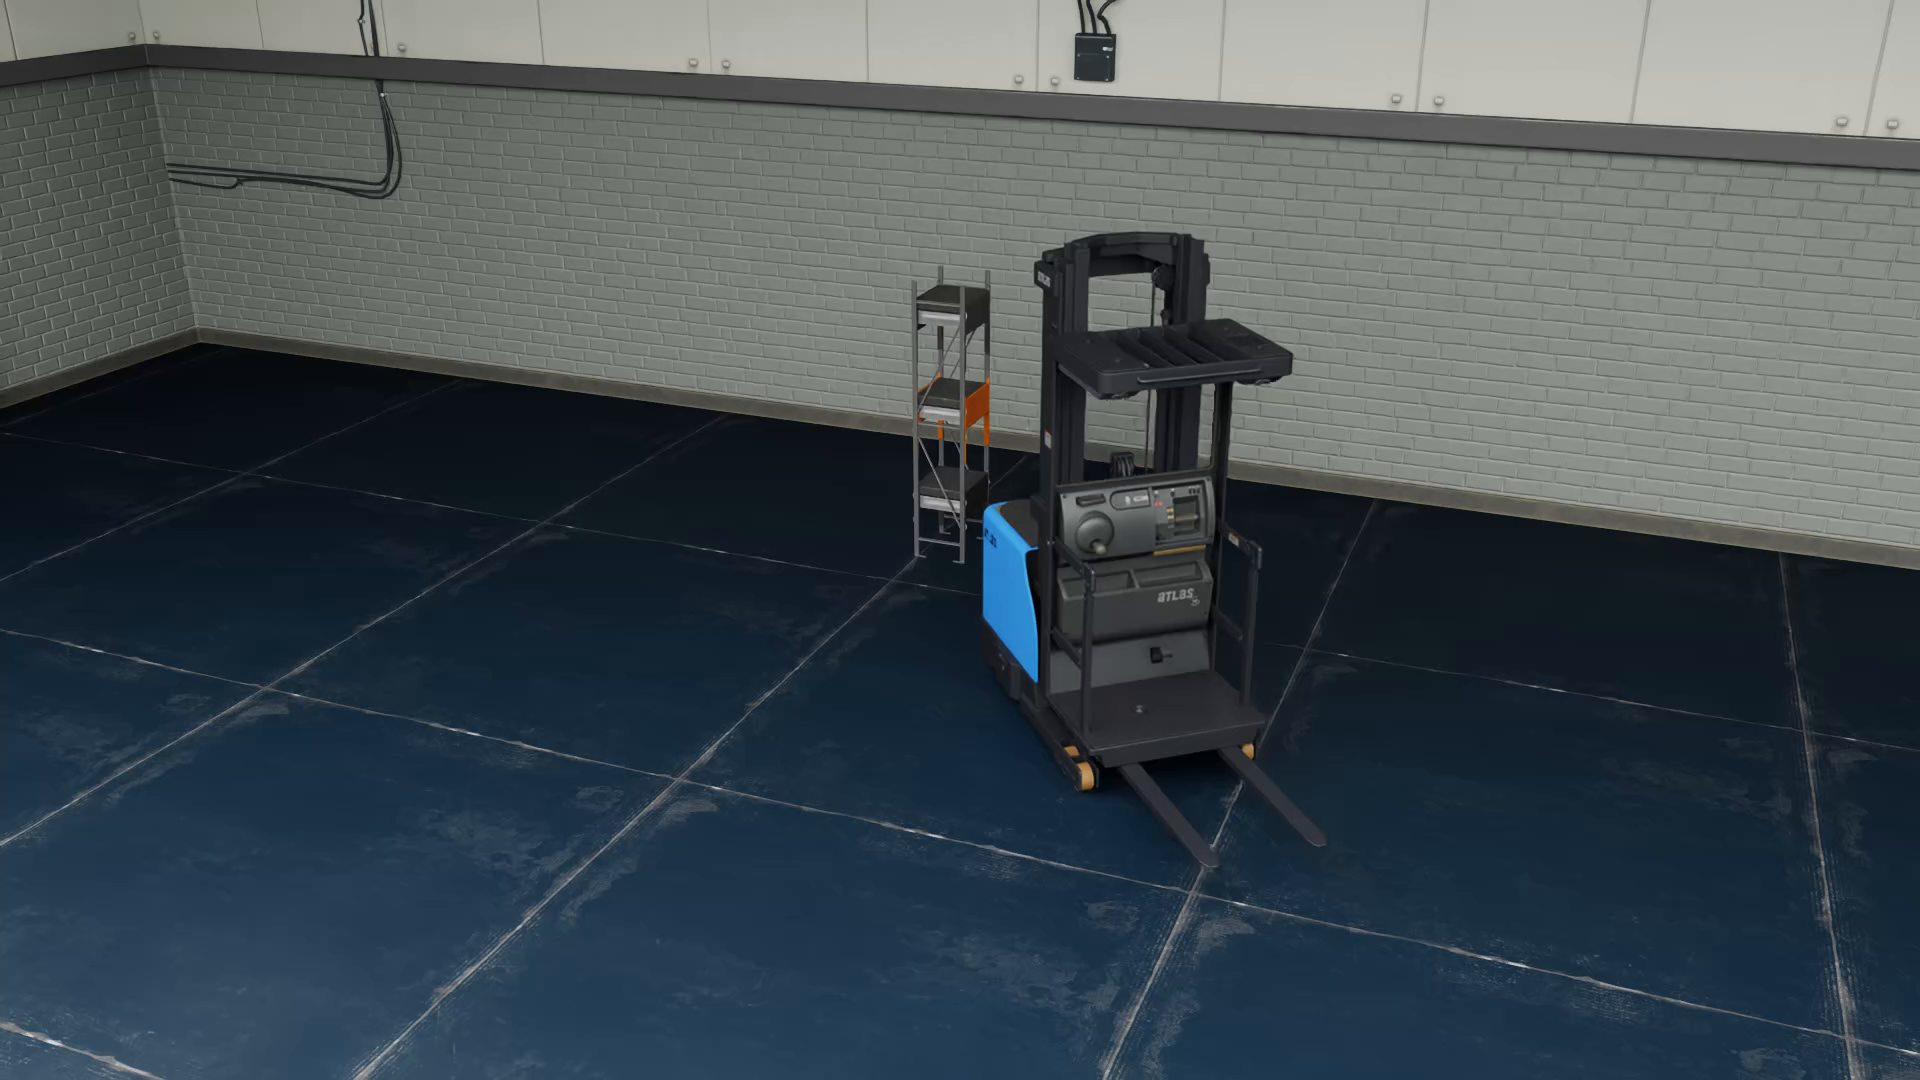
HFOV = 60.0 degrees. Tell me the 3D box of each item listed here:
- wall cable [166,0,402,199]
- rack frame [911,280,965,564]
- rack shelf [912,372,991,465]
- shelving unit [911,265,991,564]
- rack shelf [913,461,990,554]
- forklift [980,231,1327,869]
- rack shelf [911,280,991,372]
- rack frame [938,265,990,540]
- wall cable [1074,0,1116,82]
[{"bbox_3d":[-6.822,-4.626,16.179,3.097,2.526,0.112,9,24,20],"label":"wall cable"},{"bbox_3d":[-0.152,-0.822,11.994,0.400,2.100,0.015,9,24,20],"label":"rack frame"},{"bbox_3d":[-0.061,-0.897,12.209,0.431,0.518,0.480,9,24,20],"label":"rack shelf"},{"bbox_3d":[-0.061,-0.910,12.203,0.431,2.100,0.503,9,24,20],"label":"shelving unit"},{"bbox_3d":[-0.061,-0.251,12.479,0.431,0.518,0.480,9,24,20],"label":"rack shelf"},{"bbox_3d":[1.078,-0.111,9.212,1.130,2.935,3.031,-7,24,-17],"label":"forklift"},{"bbox_3d":[-0.062,-1.543,11.939,0.431,0.518,0.480,9,24,20],"label":"rack shelf"},{"bbox_3d":[0.029,-0.997,12.413,0.400,2.100,0.015,9,24,20],"label":"rack frame"},{"bbox_3d":[1.986,-6.263,11.657,2.305,6.003,0.169,9,24,20],"label":"wall cable"}]
